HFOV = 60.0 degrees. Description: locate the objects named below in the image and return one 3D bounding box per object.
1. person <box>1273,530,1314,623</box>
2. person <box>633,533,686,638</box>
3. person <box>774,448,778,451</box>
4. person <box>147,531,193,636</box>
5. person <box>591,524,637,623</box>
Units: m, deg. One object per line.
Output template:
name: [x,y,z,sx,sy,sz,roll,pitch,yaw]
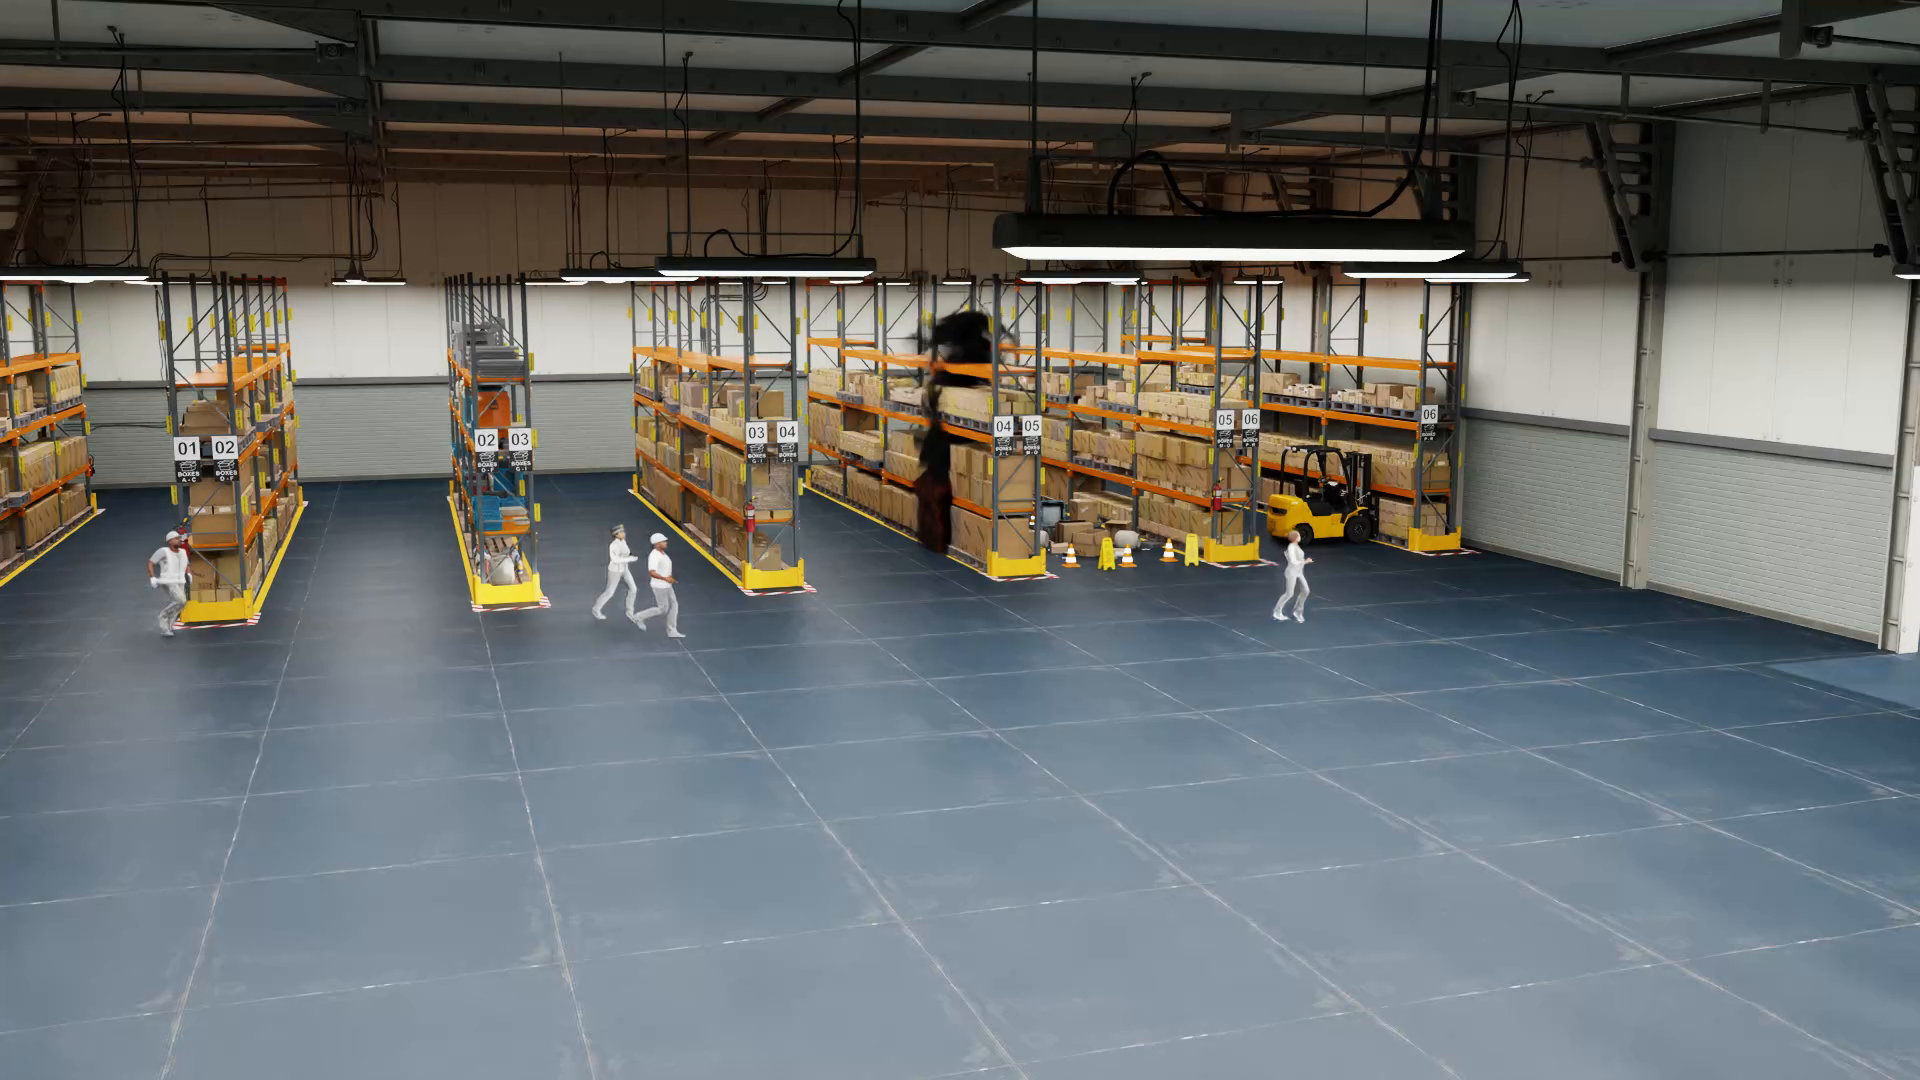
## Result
person: [5.754,0.637,28.615,0.684,1.647,0.526,5,10,28]
person: [-4.947,0.756,27.342,0.855,1.752,0.706,1,9,3]
person: [-5.267,-2.375,48.499,0.529,1.557,0.638,2,9,15]
person: [-13.039,0.721,27.657,0.581,1.703,0.728,3,9,20]
person: [-5.909,0.579,28.686,0.844,1.741,0.622,3,9,18]
